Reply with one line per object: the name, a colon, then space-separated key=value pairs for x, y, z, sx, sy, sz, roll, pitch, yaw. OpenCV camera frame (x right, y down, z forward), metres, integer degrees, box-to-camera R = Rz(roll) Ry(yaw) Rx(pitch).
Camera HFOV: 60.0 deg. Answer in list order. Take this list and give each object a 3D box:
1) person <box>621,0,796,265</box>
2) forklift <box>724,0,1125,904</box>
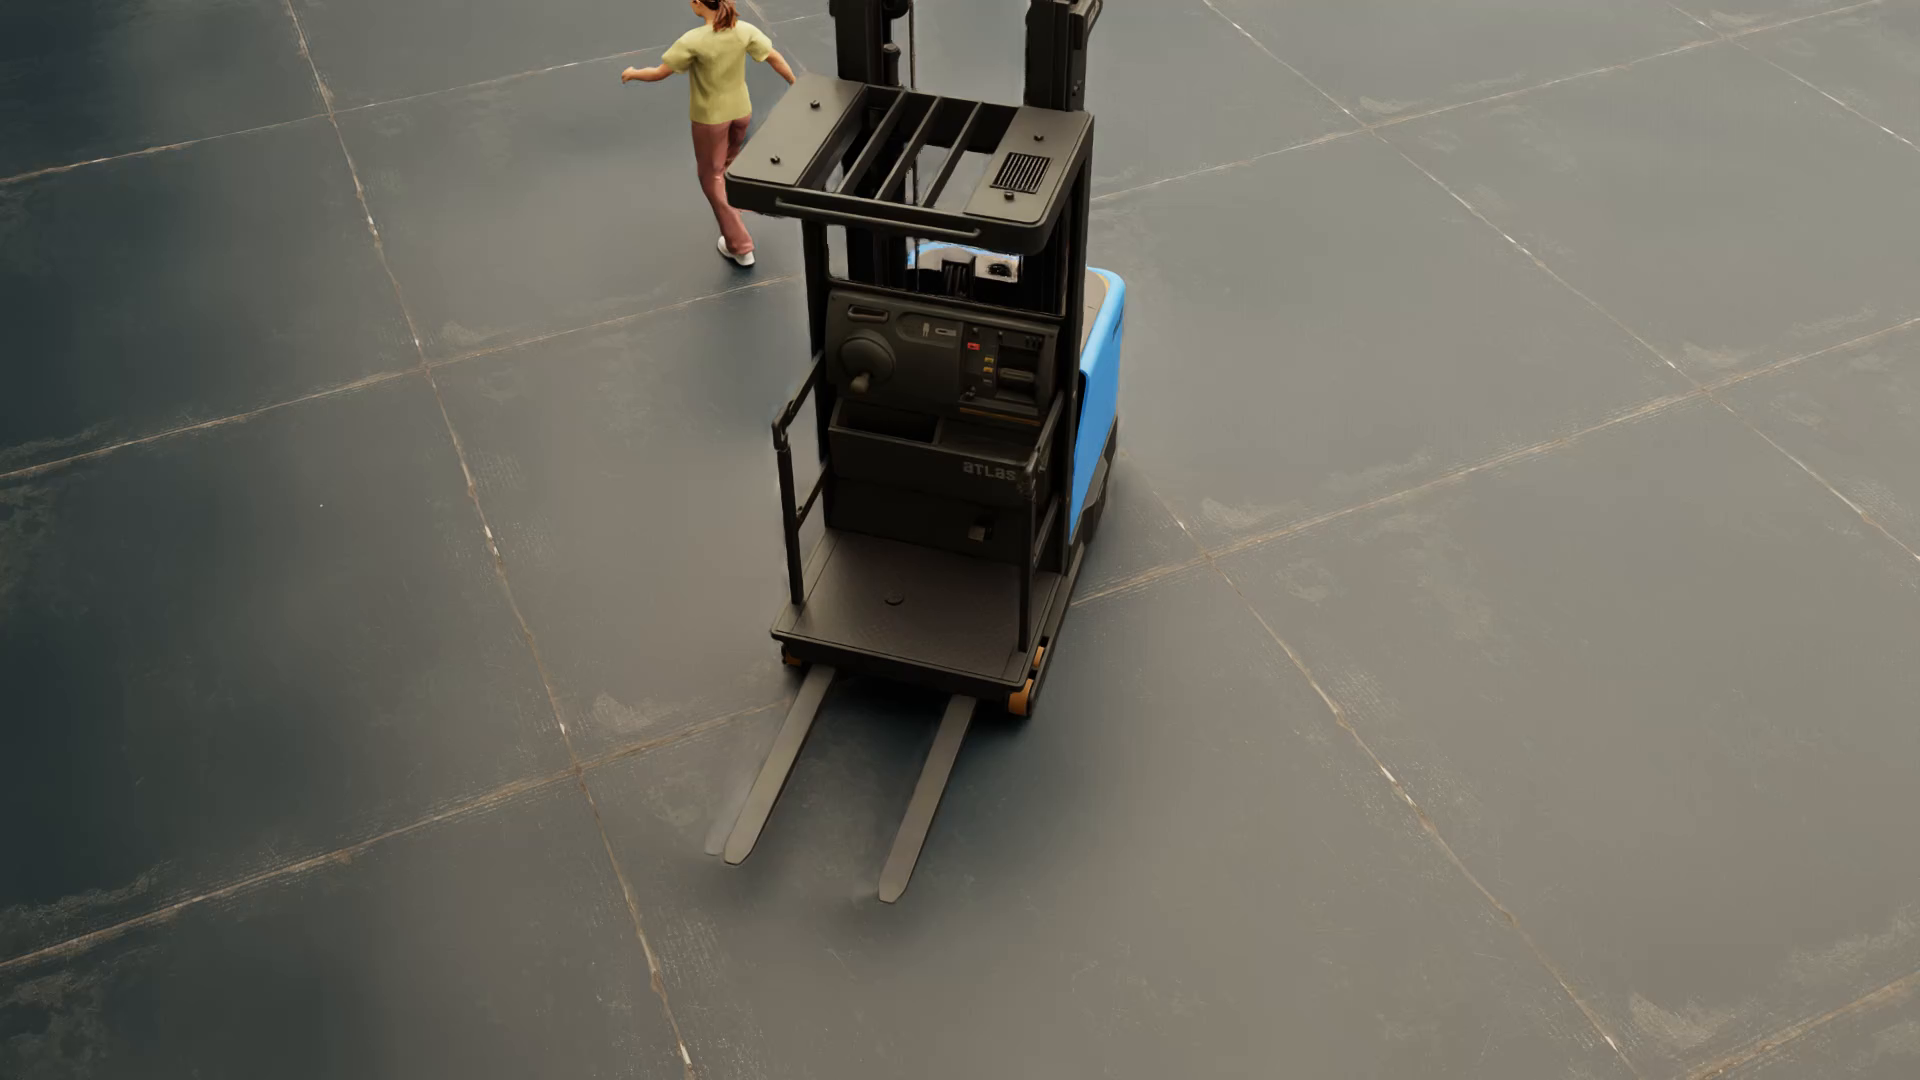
person: x=-1.323 y=-2.380 z=9.188 sx=0.885 sy=1.663 sz=0.716 roll=-27 pitch=49 yaw=-26
forklift: x=-0.138 y=-0.634 z=6.359 sx=1.130 sy=2.935 sz=3.031 roll=11 pitch=44 yaw=12
